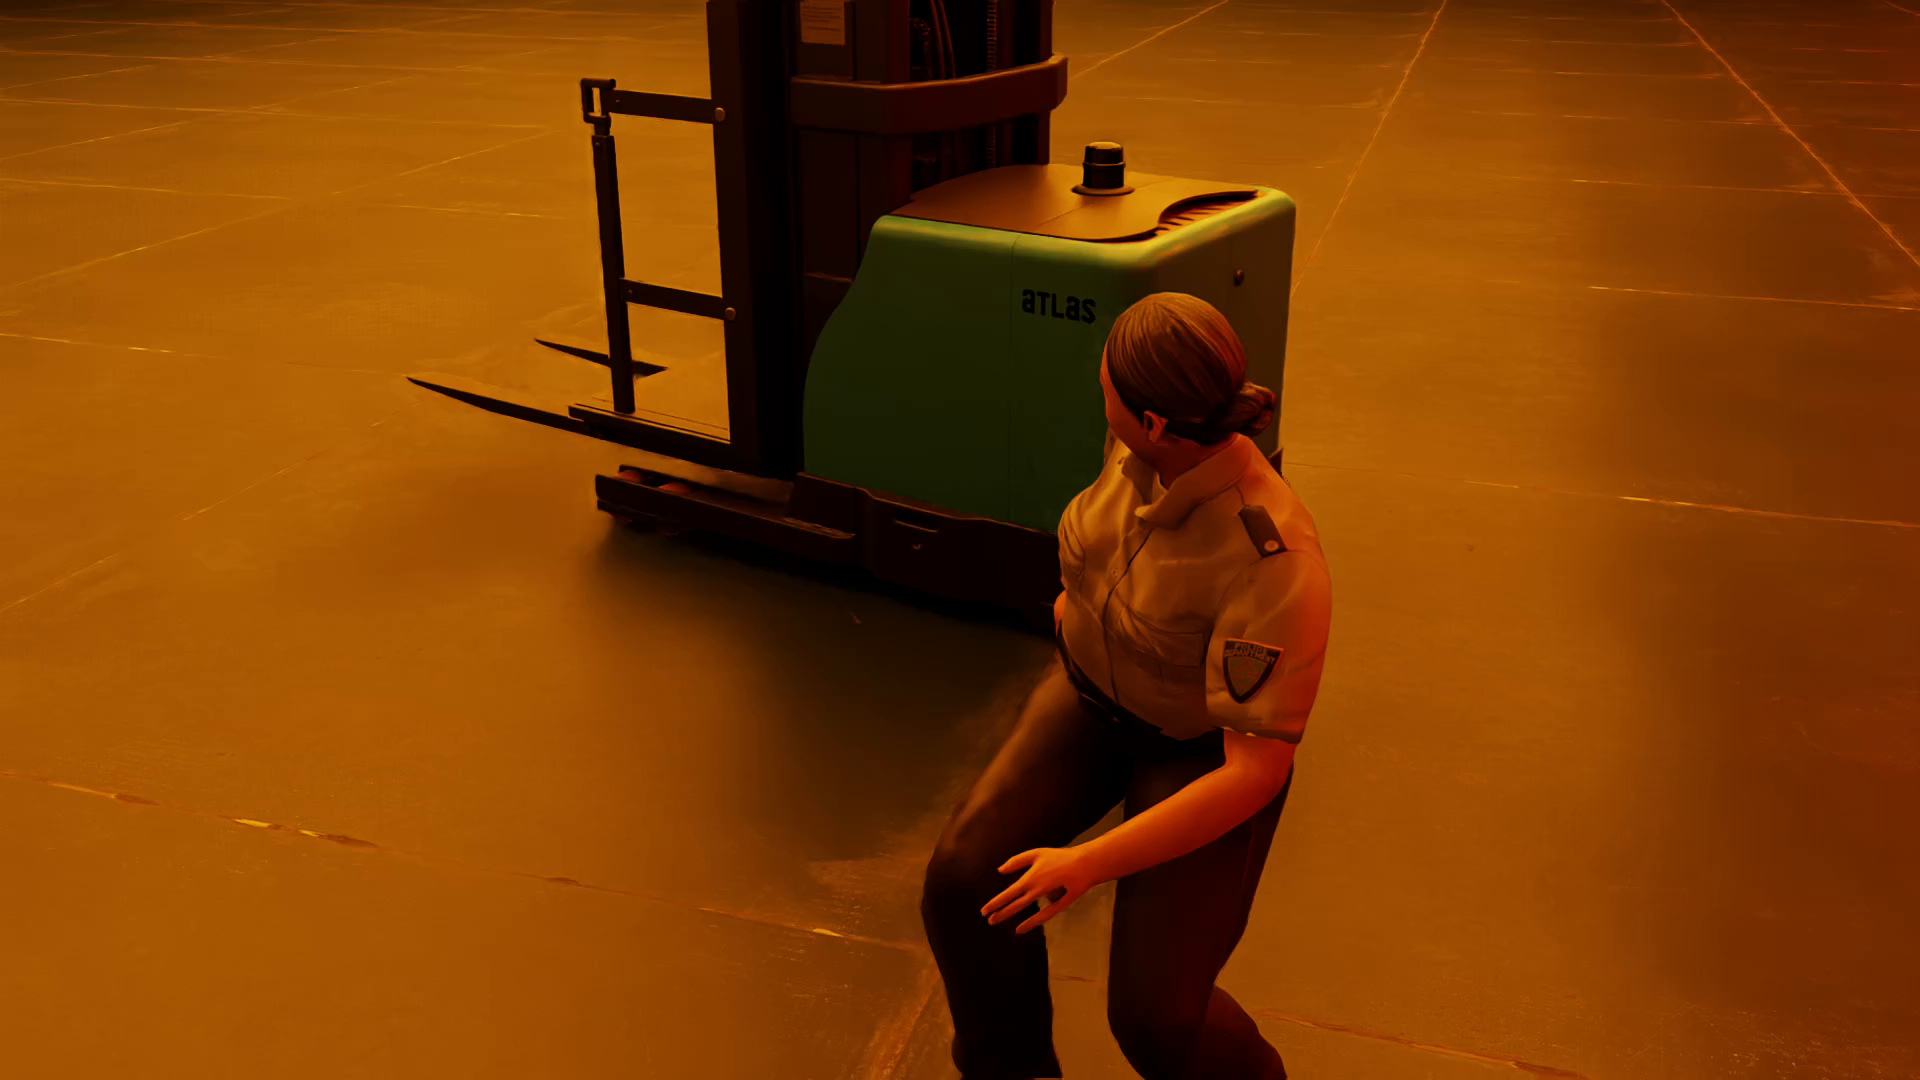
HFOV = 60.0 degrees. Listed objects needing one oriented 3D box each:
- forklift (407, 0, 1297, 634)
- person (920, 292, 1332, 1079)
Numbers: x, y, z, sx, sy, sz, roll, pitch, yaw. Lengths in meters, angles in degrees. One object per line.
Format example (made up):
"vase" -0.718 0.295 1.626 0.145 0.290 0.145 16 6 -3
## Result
"forklift" -0.539 -1.518 4.958 3.031 2.935 1.130 14 26 31
"person" 0.204 0.325 2.468 0.713 1.460 0.705 -20 30 -40
